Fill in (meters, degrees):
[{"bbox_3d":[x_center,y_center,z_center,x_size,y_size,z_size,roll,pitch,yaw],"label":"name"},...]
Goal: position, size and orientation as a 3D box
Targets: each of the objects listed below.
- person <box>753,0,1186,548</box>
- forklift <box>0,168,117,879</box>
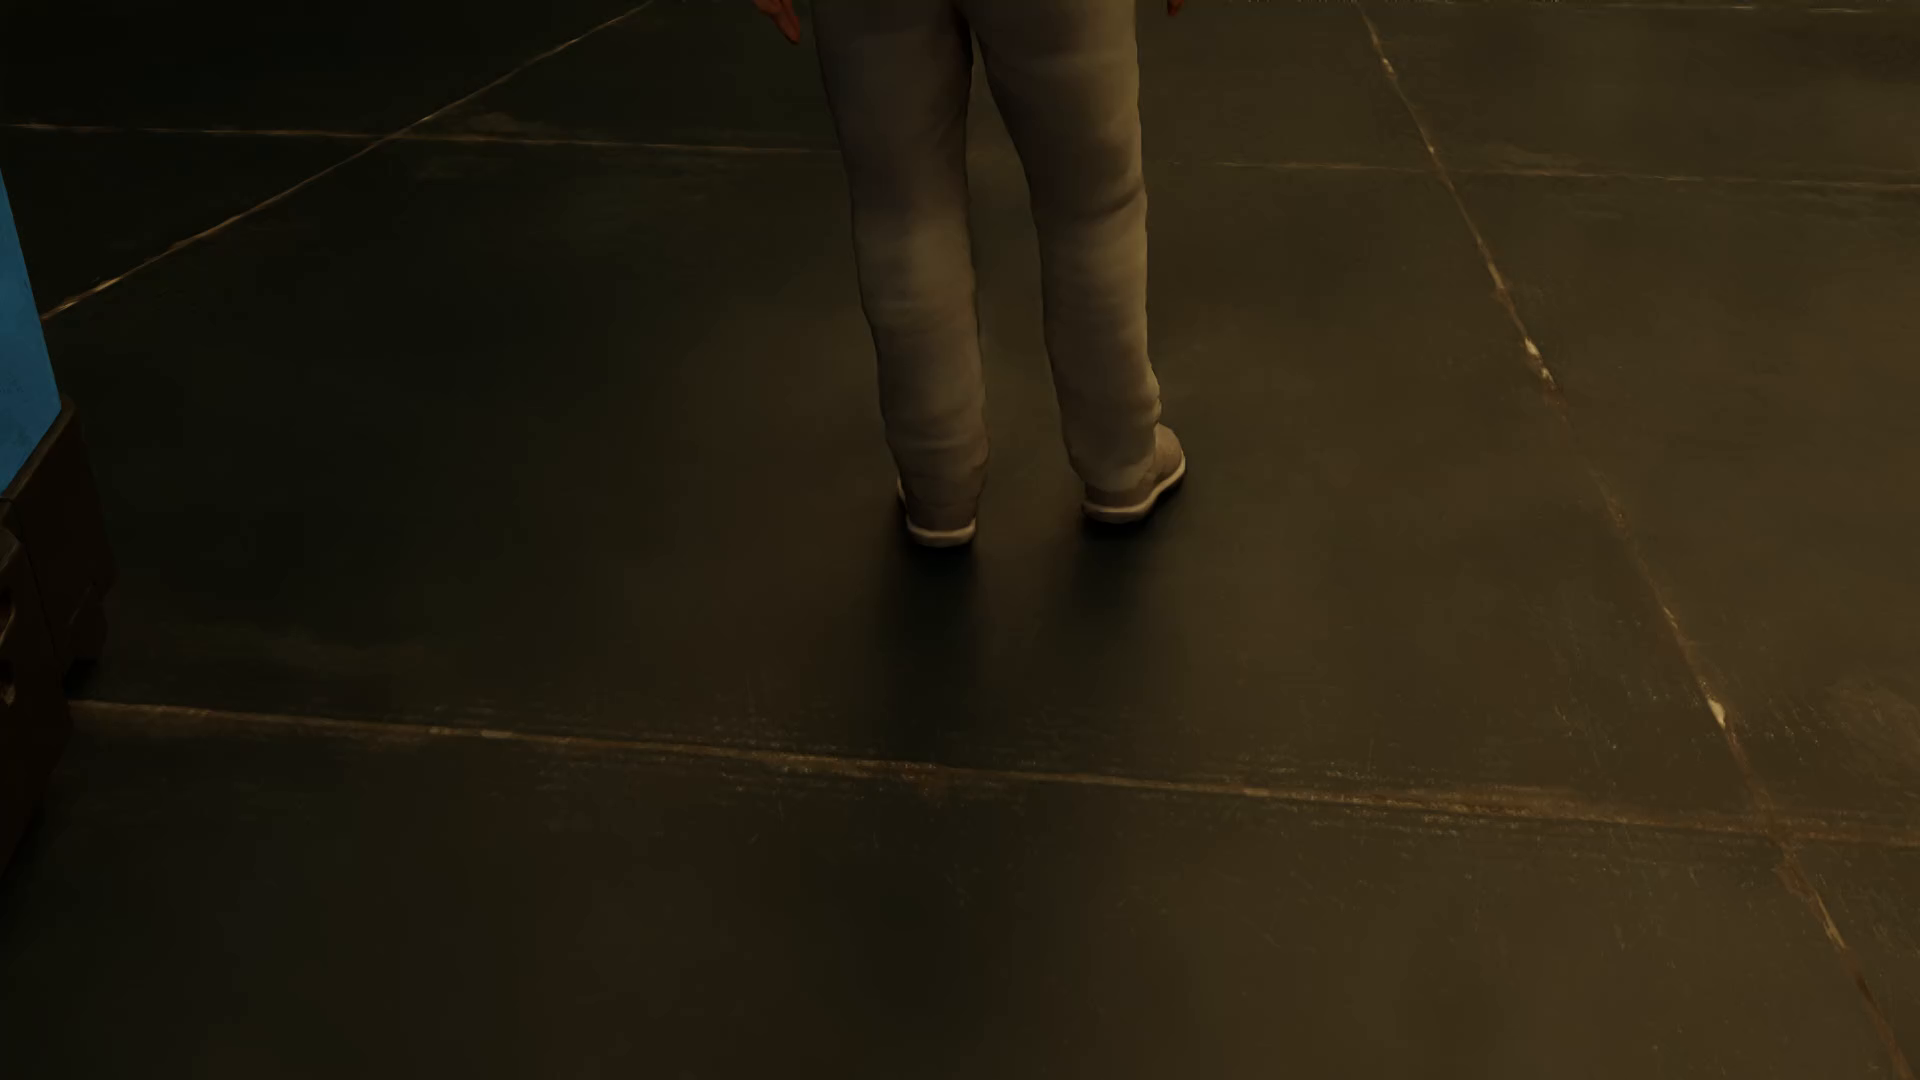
[{"bbox_3d":[0.022,-0.838,2.166,0.640,1.781,0.574,3,27,7],"label":"person"},{"bbox_3d":[-1.347,-0.533,0.284,1.130,2.935,3.031,-6,27,-11],"label":"forklift"}]
